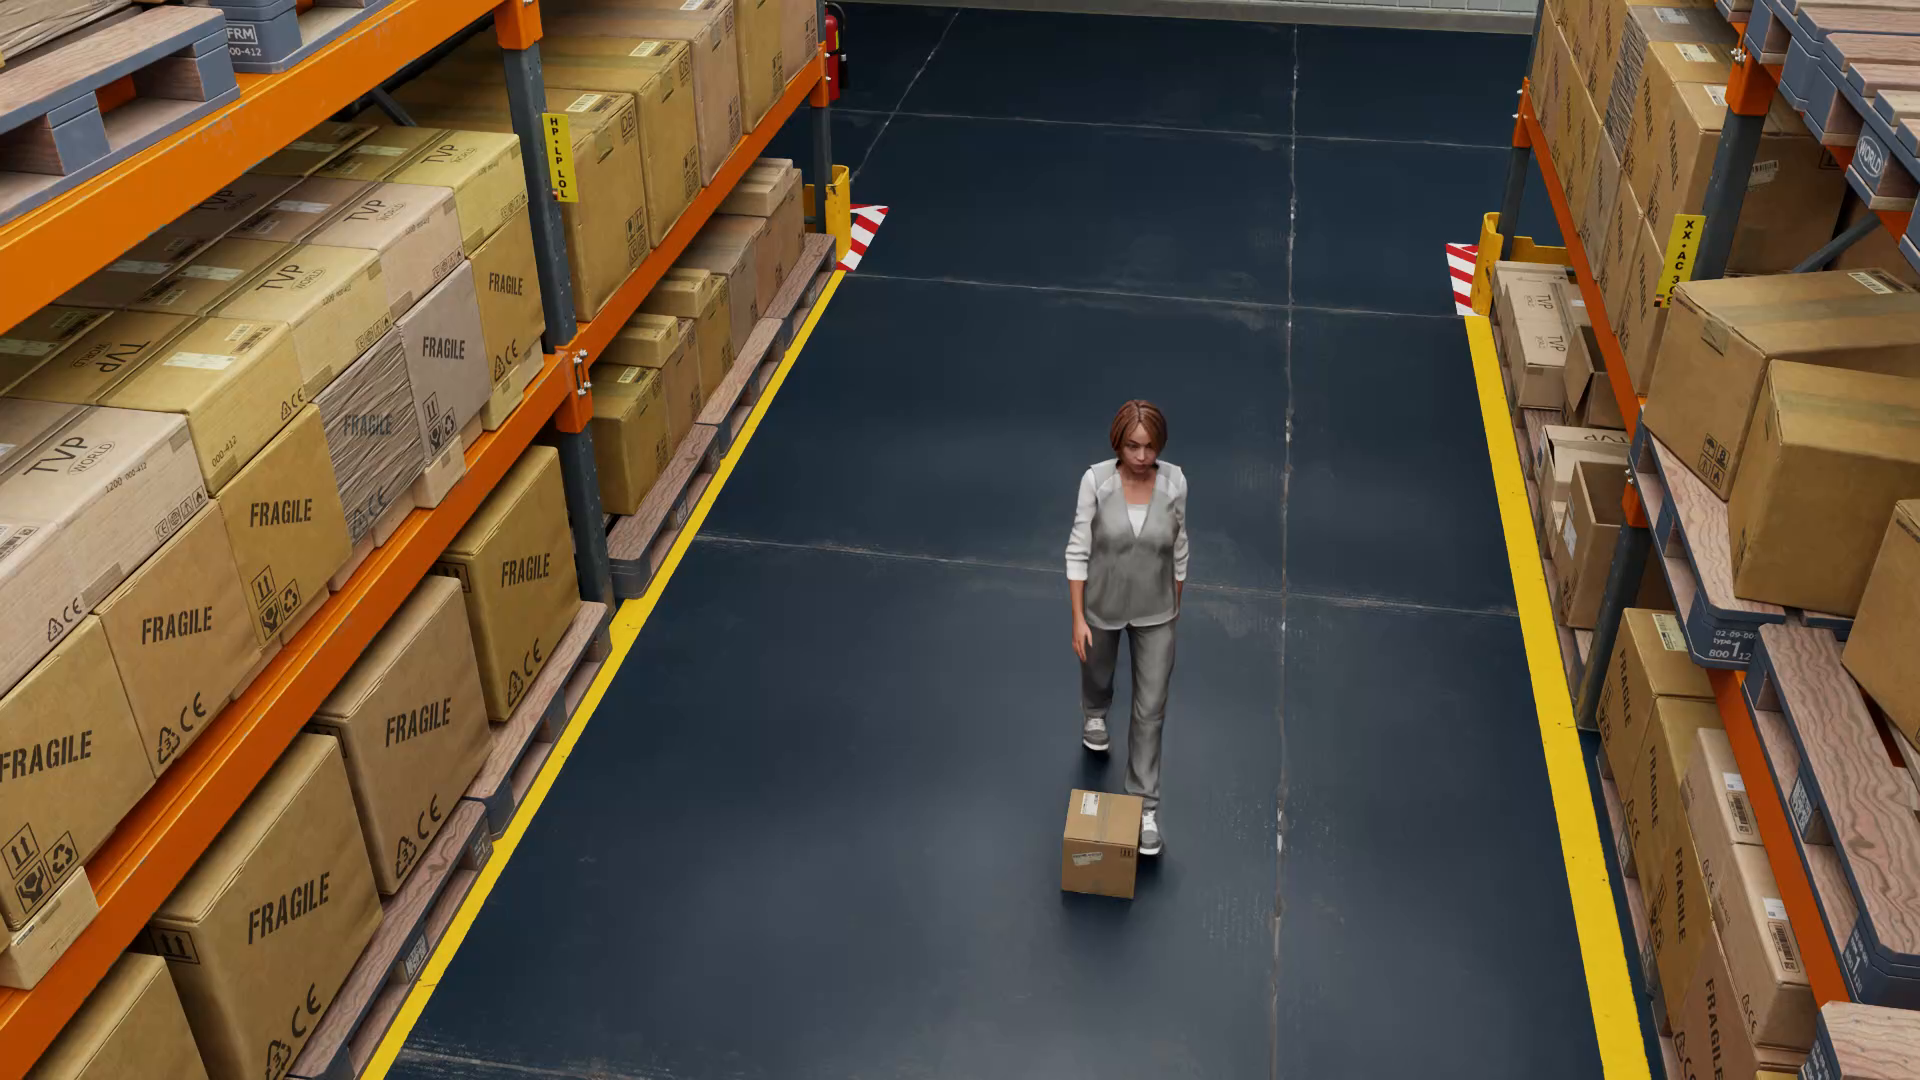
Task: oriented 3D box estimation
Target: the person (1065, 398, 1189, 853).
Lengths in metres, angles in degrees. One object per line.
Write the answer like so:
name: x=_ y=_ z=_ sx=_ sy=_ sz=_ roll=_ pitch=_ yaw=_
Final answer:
person: x=0.570 y=0.256 z=5.751 sx=0.427 sy=1.559 sz=0.817 roll=2 pitch=33 yaw=3
